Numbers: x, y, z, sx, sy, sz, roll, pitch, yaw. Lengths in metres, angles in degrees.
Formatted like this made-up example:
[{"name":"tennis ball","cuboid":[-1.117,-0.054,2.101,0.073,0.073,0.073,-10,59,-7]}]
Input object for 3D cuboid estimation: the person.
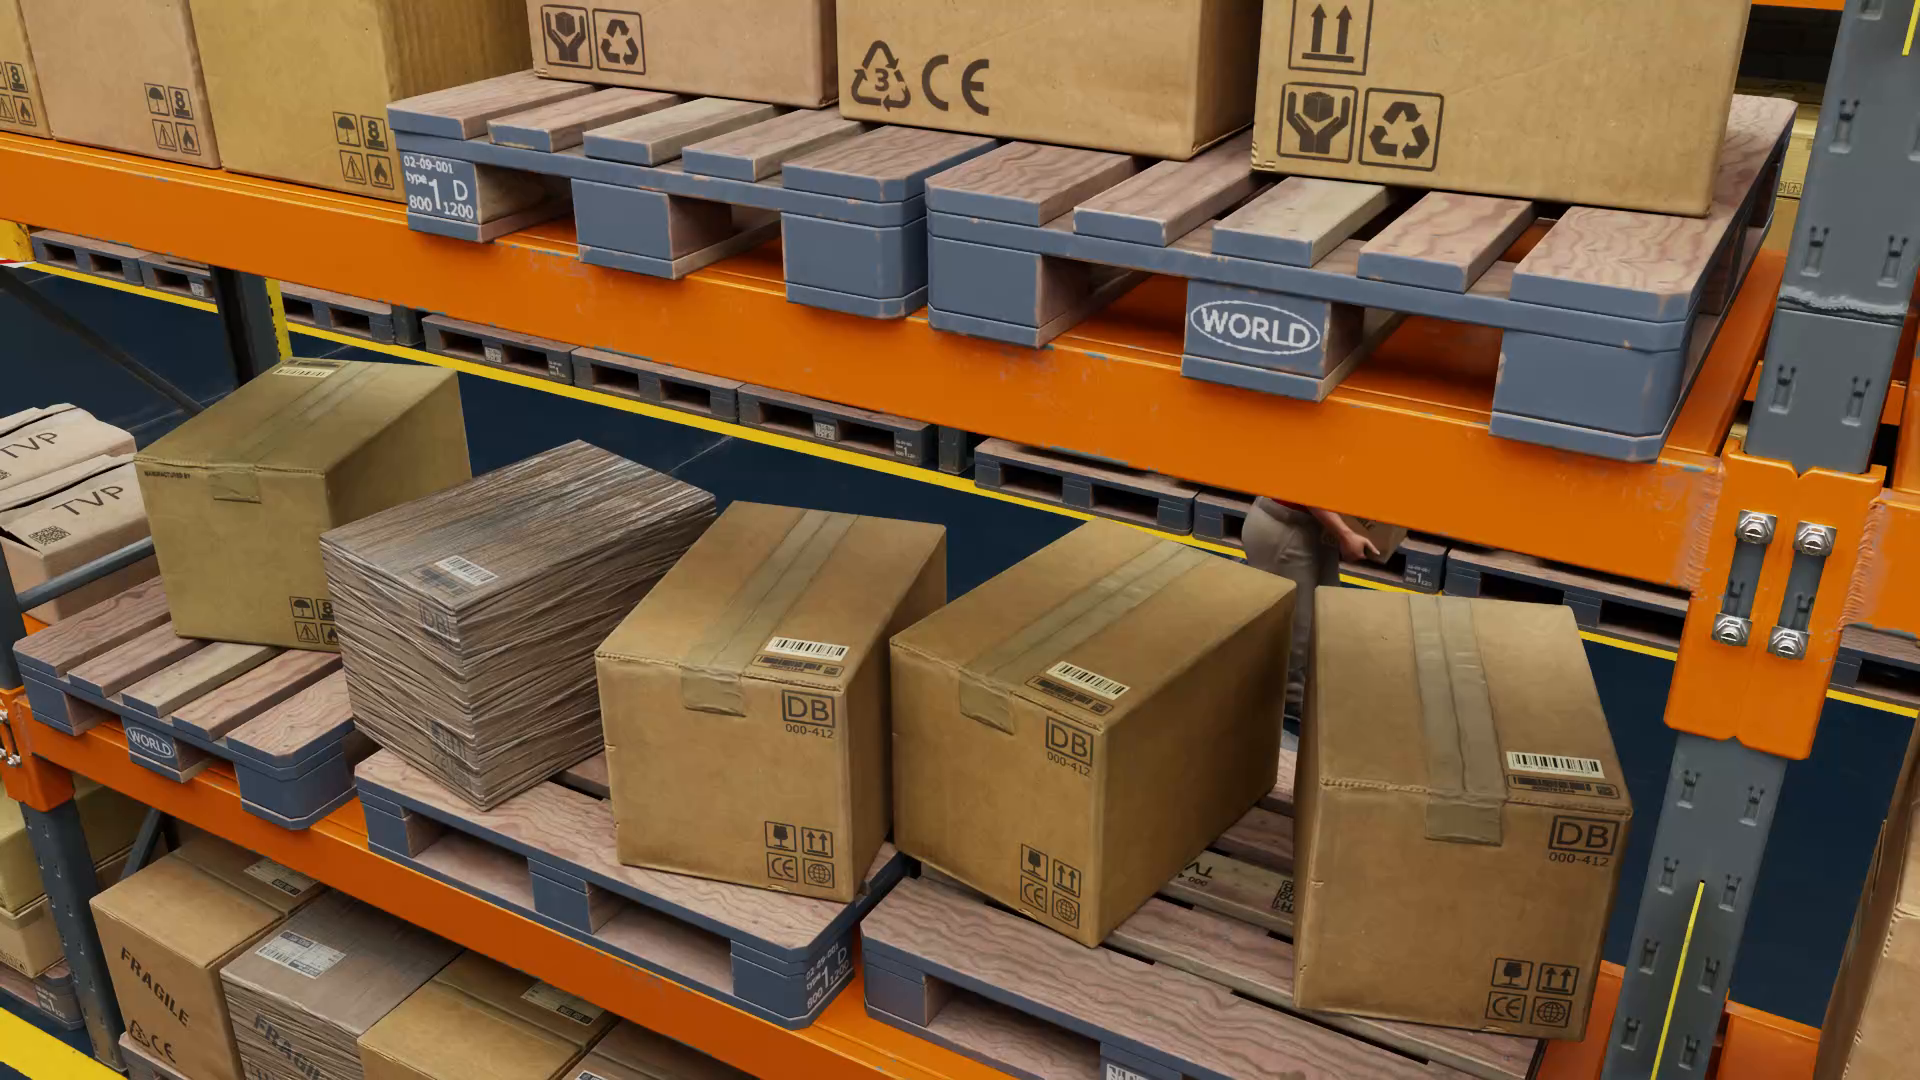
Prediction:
[{"name":"person","cuboid":[1.337,-0.013,6.172,0.531,1.712,0.493,14,30,27]}]
